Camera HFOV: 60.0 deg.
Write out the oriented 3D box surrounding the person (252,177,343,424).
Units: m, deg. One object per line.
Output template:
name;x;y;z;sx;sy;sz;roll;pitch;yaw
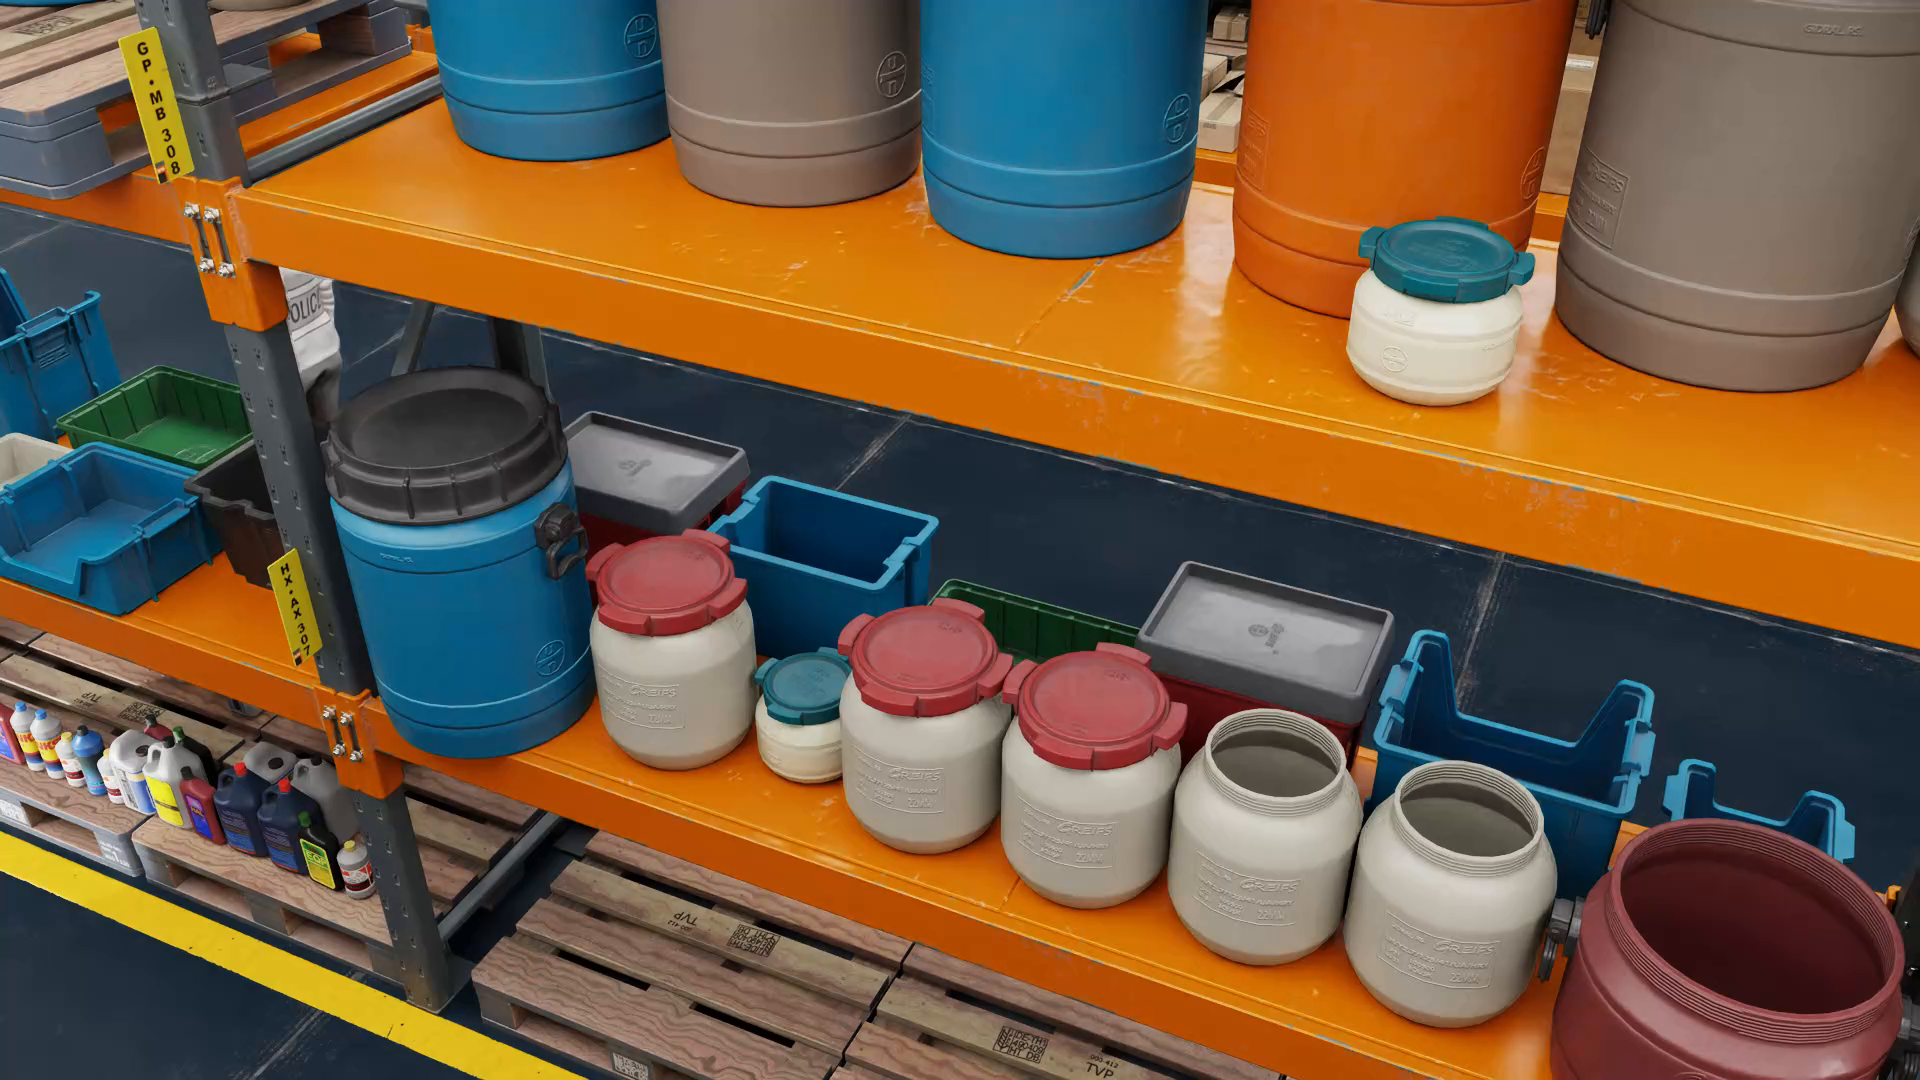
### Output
person;-2.891;-0.766;7.228;0.432;1.702;0.481;17;37;23
